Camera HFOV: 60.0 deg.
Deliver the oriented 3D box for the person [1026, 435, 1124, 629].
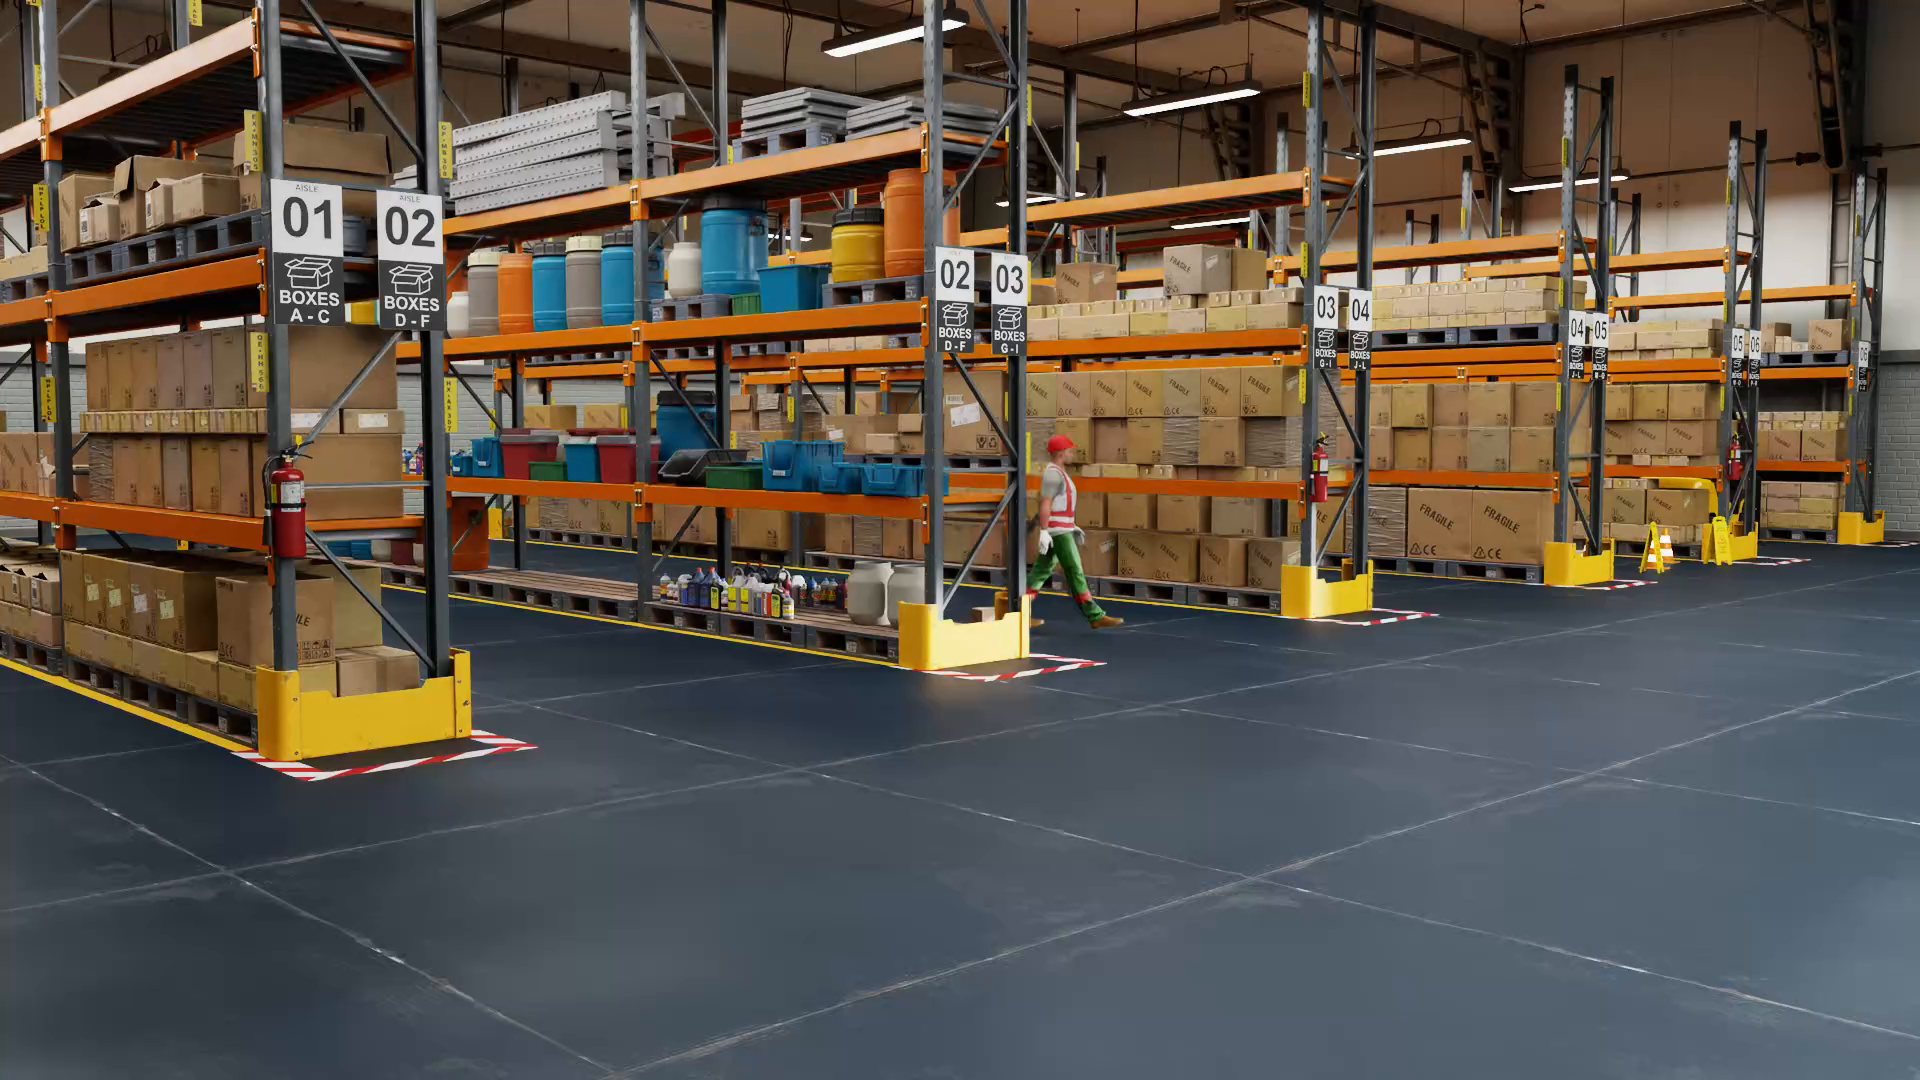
[{"bbox_3d":[0.966,-0.078,14.965,1.009,1.734,0.618,0,4,4],"label":"person"}]
